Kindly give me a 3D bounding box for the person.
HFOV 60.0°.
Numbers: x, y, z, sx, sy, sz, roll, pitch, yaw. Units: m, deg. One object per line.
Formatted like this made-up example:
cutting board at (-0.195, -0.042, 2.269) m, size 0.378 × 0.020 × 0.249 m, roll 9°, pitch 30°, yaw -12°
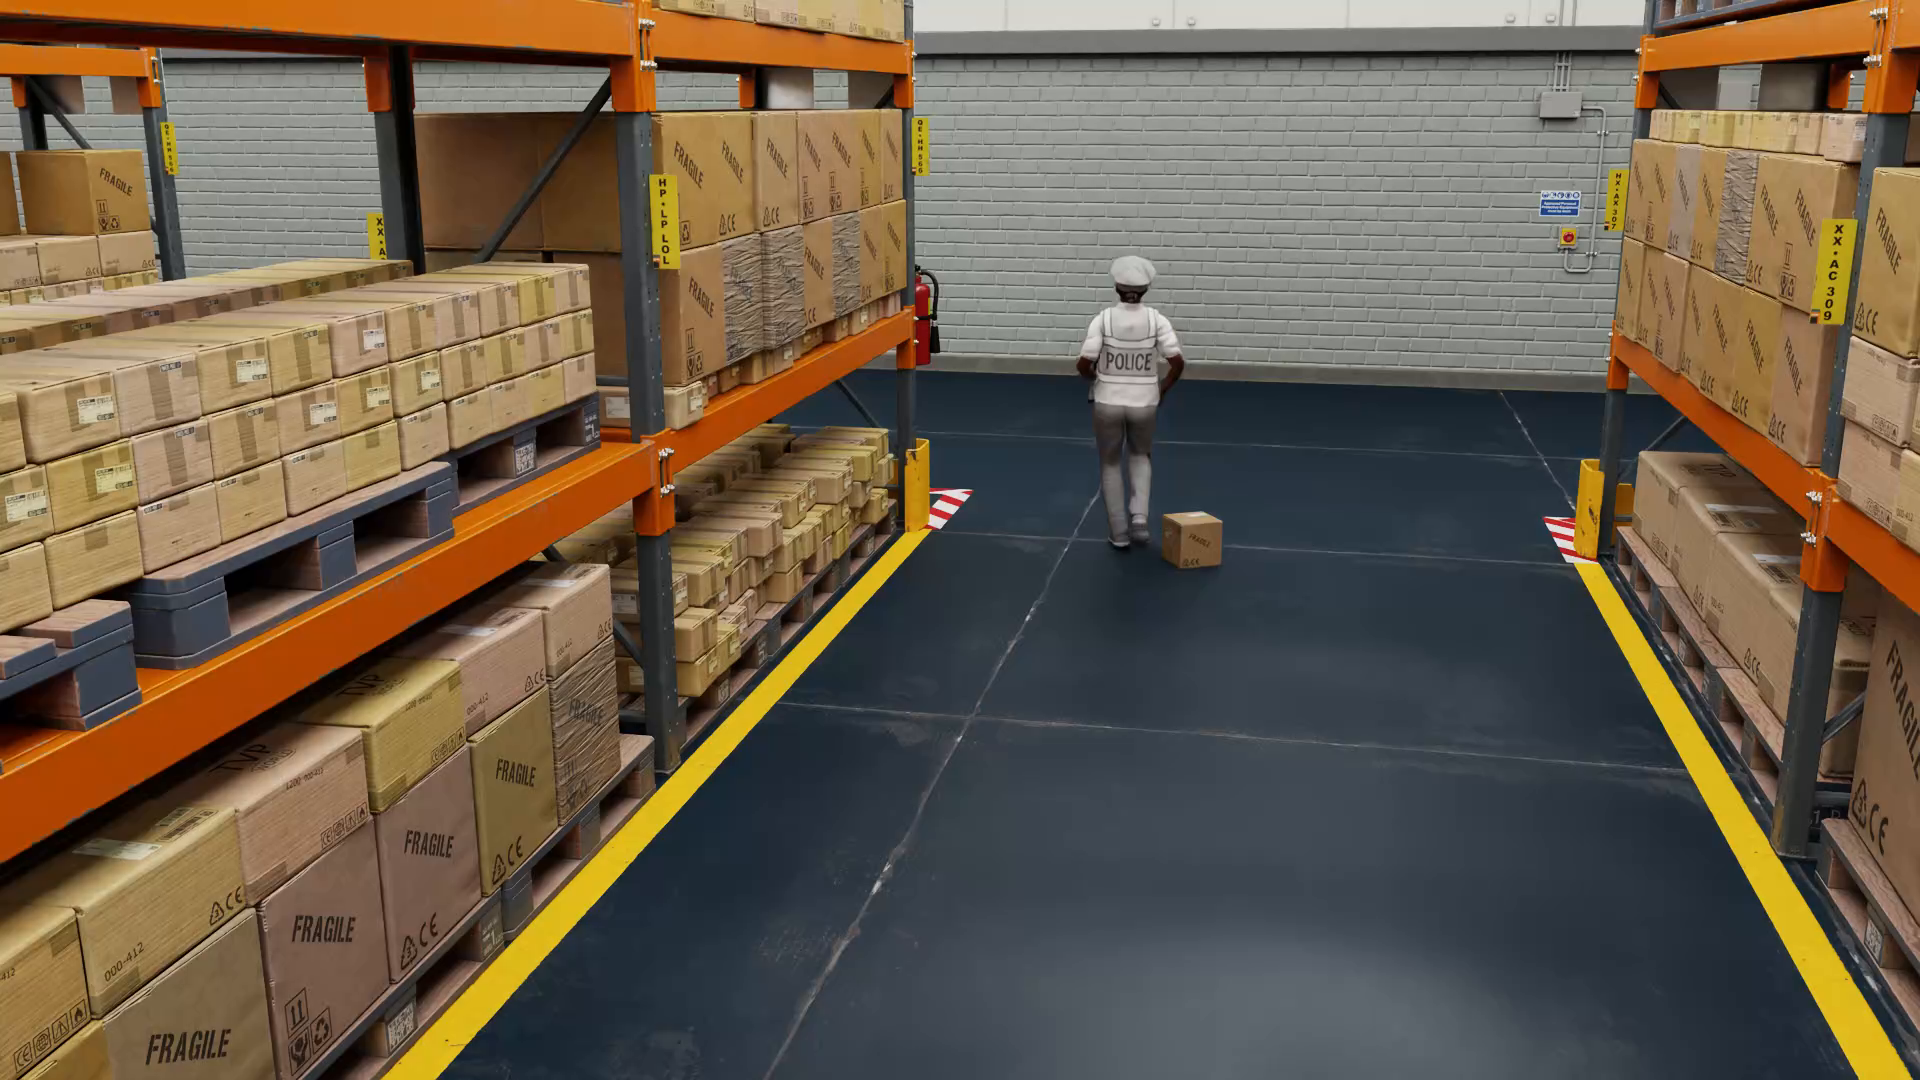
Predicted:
person at (0.943, -0.774, 9.440) m, size 0.591 × 1.680 × 0.508 m, roll 0°, pitch 15°, yaw -1°
